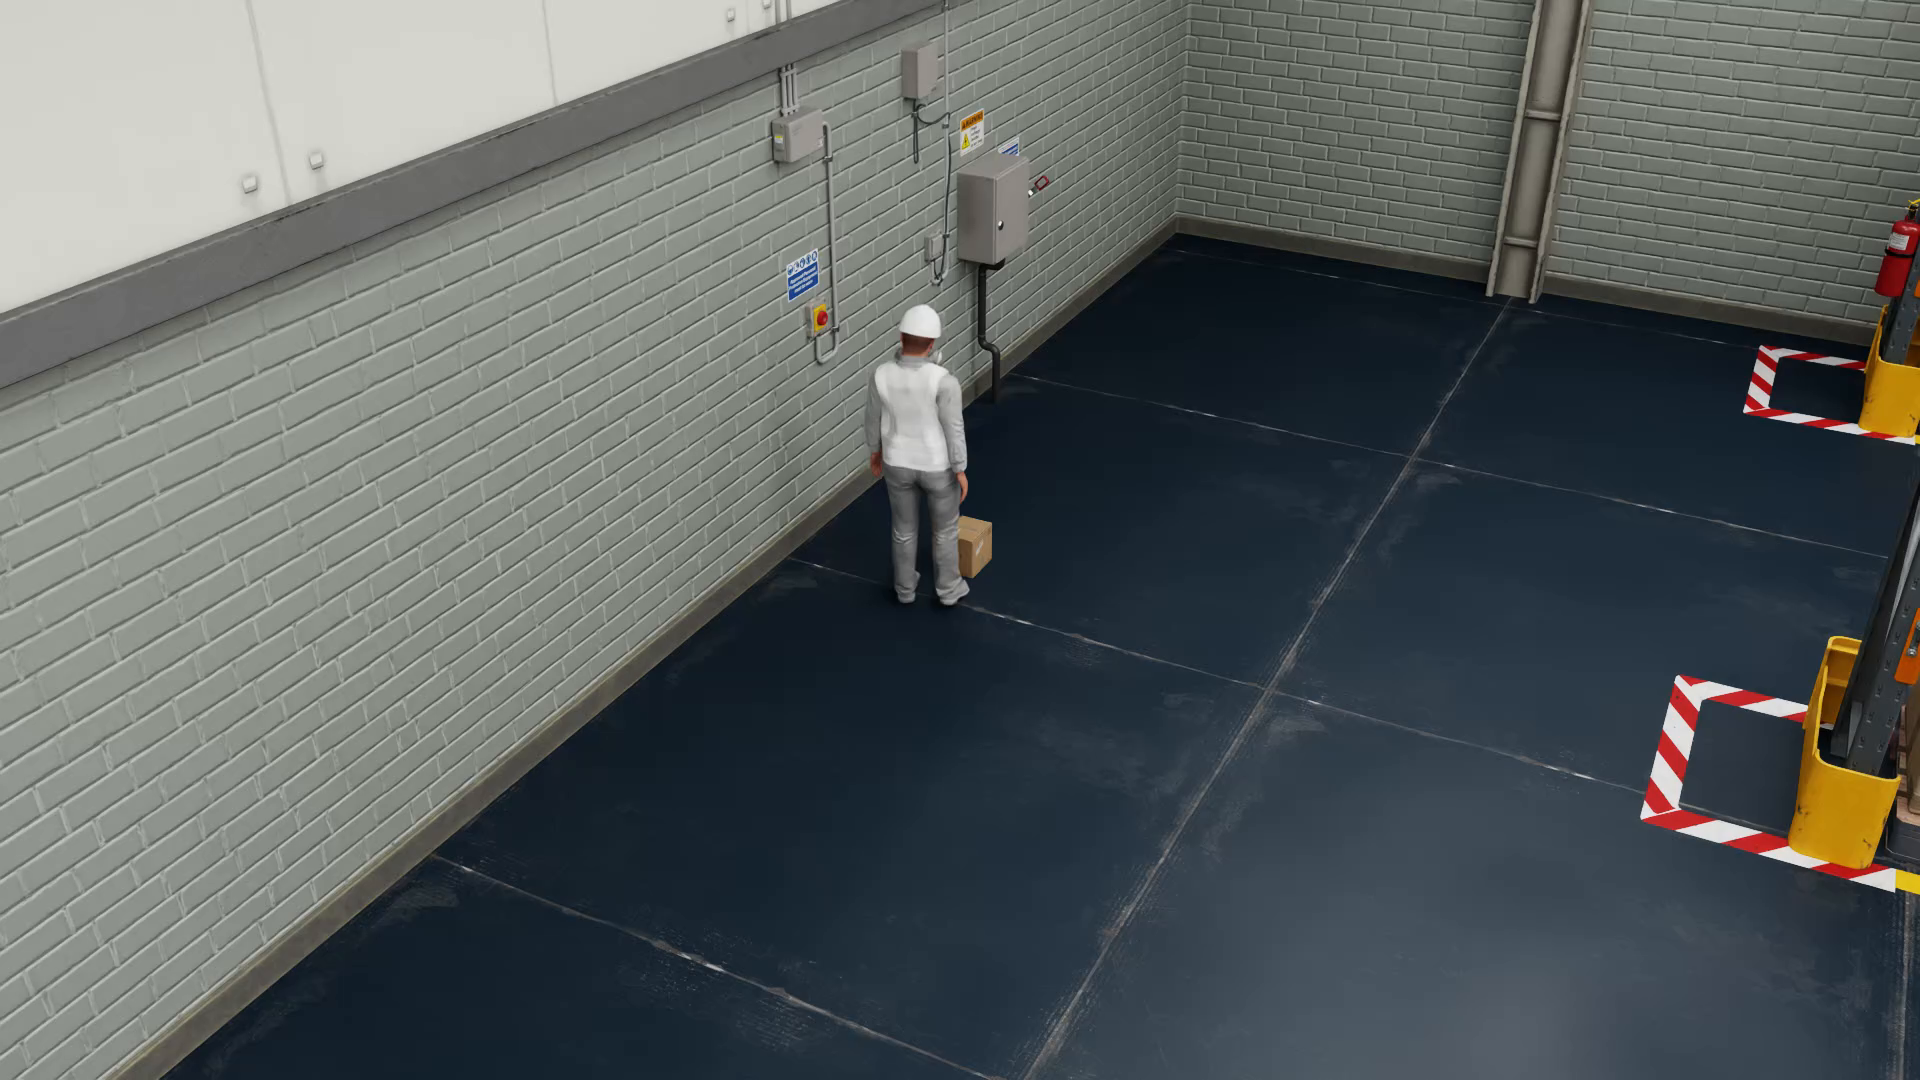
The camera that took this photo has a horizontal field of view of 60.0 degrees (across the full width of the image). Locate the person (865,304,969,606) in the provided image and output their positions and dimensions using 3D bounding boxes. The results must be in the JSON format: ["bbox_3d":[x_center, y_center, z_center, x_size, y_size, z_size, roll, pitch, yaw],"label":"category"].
[{"bbox_3d":[-0.202,-0.440,9.004,0.587,1.789,0.445,10,31,17],"label":"person"}]
